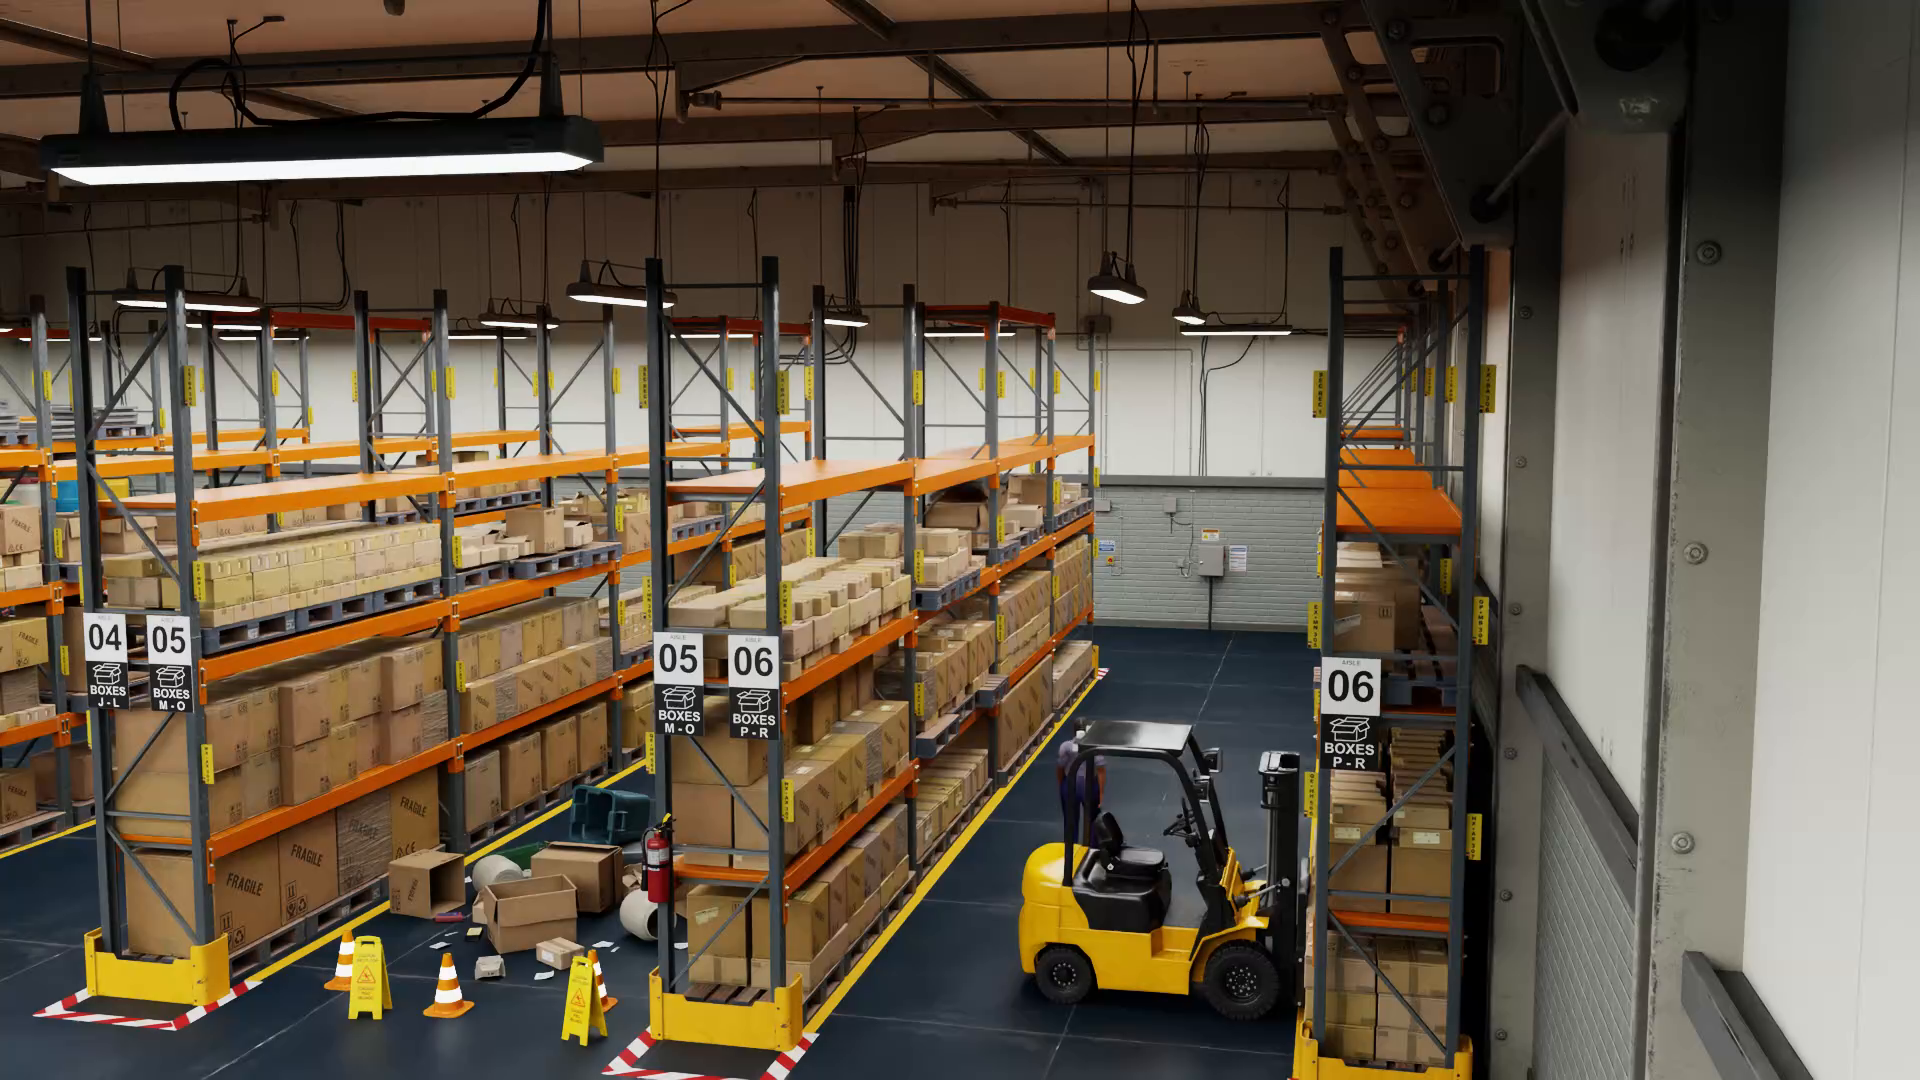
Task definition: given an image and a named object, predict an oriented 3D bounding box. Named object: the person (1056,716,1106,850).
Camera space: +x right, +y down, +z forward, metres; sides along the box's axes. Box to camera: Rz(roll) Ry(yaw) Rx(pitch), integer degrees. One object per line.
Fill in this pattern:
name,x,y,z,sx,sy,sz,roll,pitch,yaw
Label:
person,1.255,2.615,17.185,0.519,1.658,0.735,1,6,10
